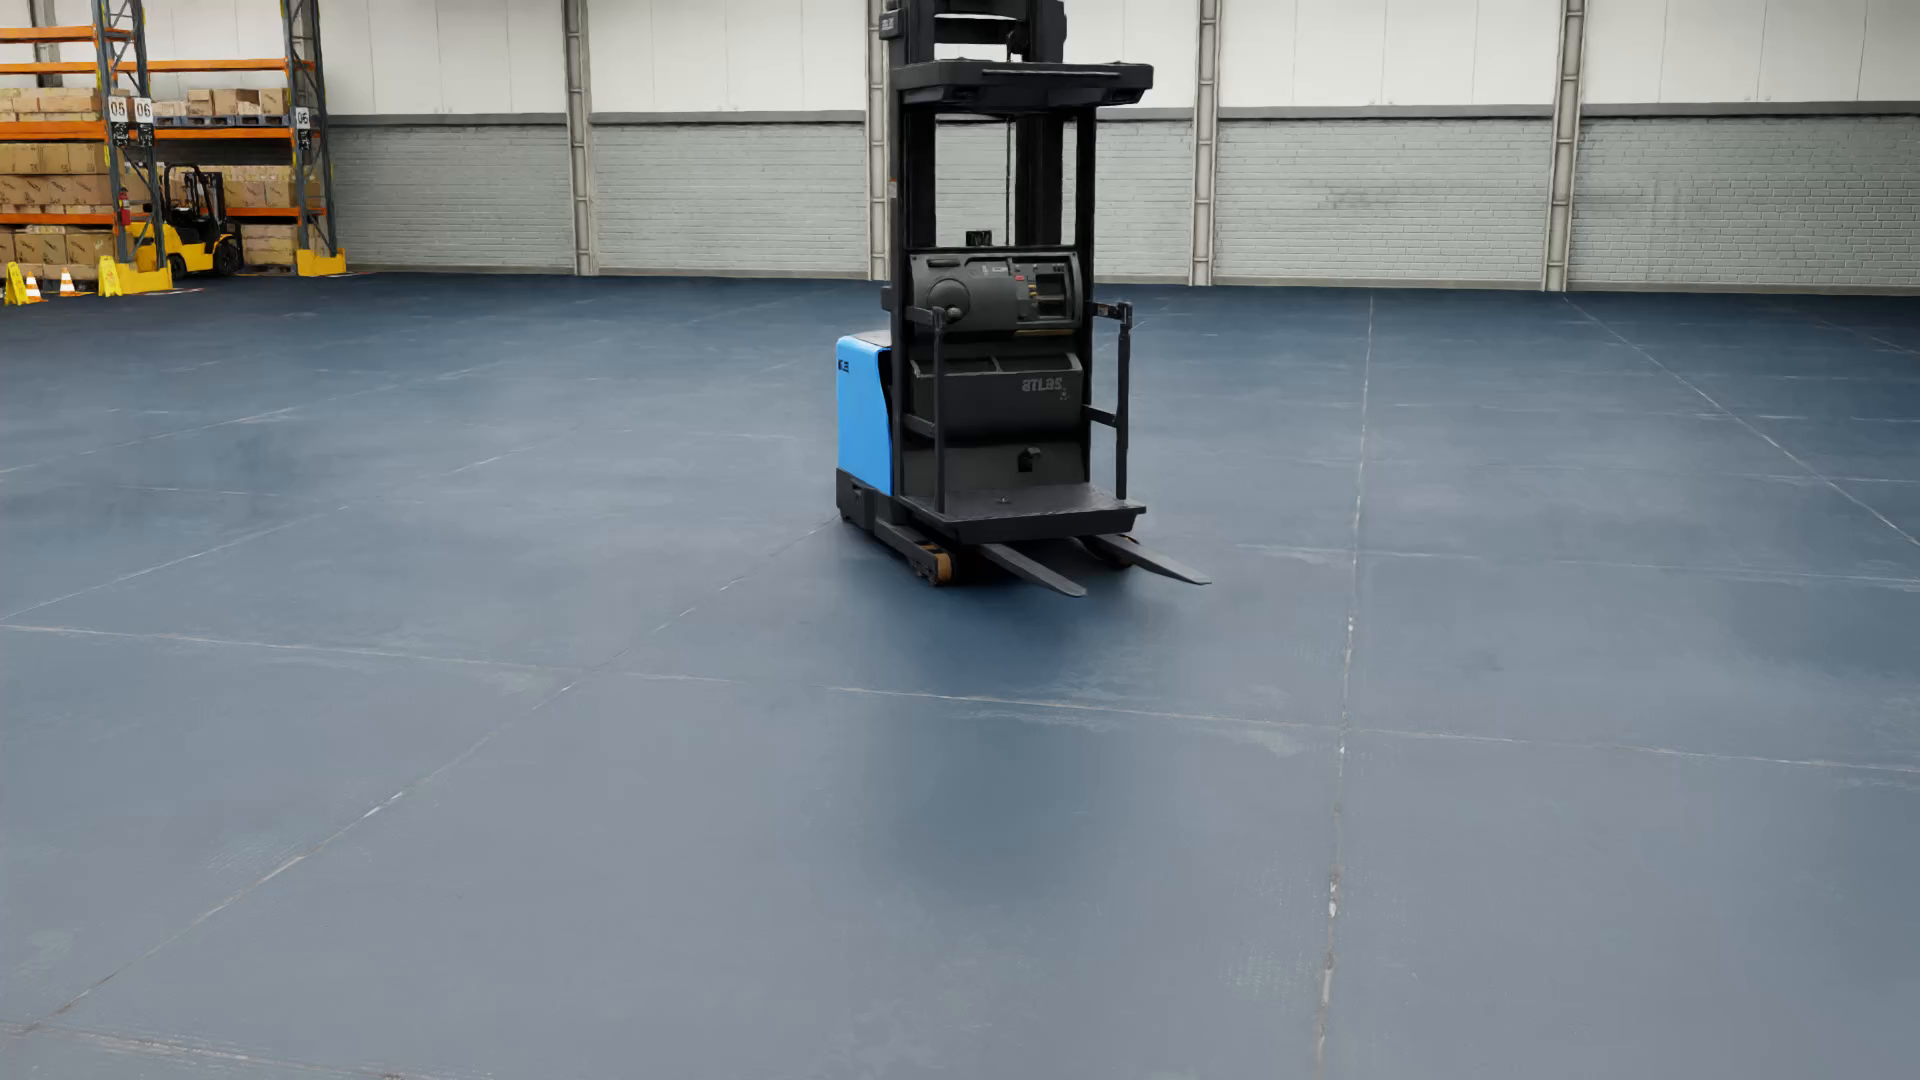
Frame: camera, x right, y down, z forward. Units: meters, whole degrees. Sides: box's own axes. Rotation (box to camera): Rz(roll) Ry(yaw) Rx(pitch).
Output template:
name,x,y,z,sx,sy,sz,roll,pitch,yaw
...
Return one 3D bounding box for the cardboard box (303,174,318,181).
name,x,y,z,sx,sy,sz,roll,pitch,yaw
cardboard box,-12.958,-7.189,32.982,0.250,0.149,0.380,3,13,12

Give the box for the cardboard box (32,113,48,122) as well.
name,x,y,z,sx,sy,sz,roll,pitch,yaw
cardboard box,-15.272,-7.066,27.810,0.250,0.149,0.380,3,13,13

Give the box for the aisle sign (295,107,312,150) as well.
name,x,y,z,sx,sy,sz,roll,pitch,yaw
aisle sign,-12.697,-7.955,32.162,0.004,0.787,0.394,3,13,14

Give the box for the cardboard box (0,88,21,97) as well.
name,x,y,z,sx,sy,sz,roll,pitch,yaw
cardboard box,-15.772,-7.466,27.774,0.250,0.149,0.380,3,13,15

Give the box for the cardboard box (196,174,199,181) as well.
name,x,y,z,sx,sy,sz,roll,pitch,yaw
cardboard box,-15.092,-7.180,32.942,0.250,0.149,0.380,3,13,12

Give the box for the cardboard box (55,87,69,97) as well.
name,x,y,z,sx,sy,sz,roll,pitch,yaw
cardboard box,-14.768,-7.424,27.586,0.250,0.149,0.380,3,13,13

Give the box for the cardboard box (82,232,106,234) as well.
name,x,y,z,sx,sy,sz,roll,pitch,yaw
cardboard box,-15.125,-5.063,28.777,0.500,0.500,0.500,3,13,11

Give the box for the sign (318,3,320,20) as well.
name,x,y,z,sx,sy,sz,roll,pitch,yaw
sign,-12.551,-10.330,32.494,0.005,0.325,0.100,3,13,14

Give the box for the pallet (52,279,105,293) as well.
name,x,y,z,sx,sy,sz,roll,pitch,yaw
pallet,-14.730,-4.399,28.575,1.213,0.211,1.003,3,13,14

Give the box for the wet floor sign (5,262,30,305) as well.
name,x,y,z,sx,sy,sz,roll,pitch,yaw
wet floor sign,-14.461,-3.926,25.442,0.232,0.644,0.267,1,13,4

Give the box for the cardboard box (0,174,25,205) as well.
name,x,y,z,sx,sy,sz,roll,pitch,yaw
cardboard box,-15.926,-5.955,28.233,0.500,0.500,0.500,3,13,14

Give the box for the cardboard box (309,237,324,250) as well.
name,x,y,z,sx,sy,sz,roll,pitch,yaw
cardboard box,-13.097,-5.926,33.243,0.500,0.250,0.500,3,13,15

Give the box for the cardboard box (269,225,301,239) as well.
name,x,y,z,sx,sy,sz,roll,pitch,yaw
cardboard box,-13.212,-6.060,32.694,0.500,0.250,0.500,4,13,15

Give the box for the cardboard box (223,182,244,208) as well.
name,x,y,z,sx,sy,sz,roll,pitch,yaw
cardboard box,-14.230,-6.826,32.843,0.500,0.500,0.500,3,13,12

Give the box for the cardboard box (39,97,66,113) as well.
name,x,y,z,sx,sy,sz,roll,pitch,yaw
cardboard box,-14.922,-7.243,27.687,0.500,0.250,0.500,3,13,13

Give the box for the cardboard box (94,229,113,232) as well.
name,x,y,z,sx,sy,sz,roll,pitch,yaw
cardboard box,-17.083,-6.029,33.996,0.625,0.625,0.875,4,13,16

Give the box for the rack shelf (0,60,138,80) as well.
name,x,y,z,sx,sy,sz,roll,pitch,yaw
rack shelf,-18.516,-9.445,33.612,4.000,0.370,1.077,3,13,14

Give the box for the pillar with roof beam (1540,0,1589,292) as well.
name,x,y,z,sx,sy,sz,roll,pitch,yaw
pillar with roof beam,9.119,-7.755,23.411,0.400,9.000,9.100,3,13,14

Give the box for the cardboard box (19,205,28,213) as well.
name,x,y,z,sx,sy,sz,roll,pitch,yaw
cardboard box,-15.770,-5.642,28.320,0.250,0.149,0.380,3,13,14

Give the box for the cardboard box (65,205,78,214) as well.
name,x,y,z,sx,sy,sz,roll,pitch,yaw
cardboard box,-14.807,-5.567,27.978,0.250,0.149,0.380,3,13,13

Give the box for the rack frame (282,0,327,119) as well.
name,x,y,z,sx,sy,sz,roll,pitch,yaw
rack frame,-12.690,-9.680,32.088,0.127,3.000,1.000,3,13,14

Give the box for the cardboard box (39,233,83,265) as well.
name,x,y,z,sx,sy,sz,roll,pitch,yaw
cardboard box,-15.224,-4.949,28.262,0.500,0.500,0.500,4,13,16

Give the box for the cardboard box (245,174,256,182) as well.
name,x,y,z,sx,sy,sz,roll,pitch,yaw
cardboard box,-13.824,-7.124,32.691,0.250,0.149,0.380,3,13,13

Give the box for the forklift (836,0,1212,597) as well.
name,x,y,z,sx,sy,sz,roll,pitch,yaw
forklift,0.268,-1.306,8.353,1.130,2.935,3.031,-5,13,-20

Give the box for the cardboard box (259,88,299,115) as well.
name,x,y,z,sx,sy,sz,roll,pitch,yaw
cardboard box,-13.178,-8.490,32.218,0.500,0.500,0.500,3,13,15

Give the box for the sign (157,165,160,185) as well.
name,x,y,z,sx,sy,sz,roll,pitch,yaw
sign,-13.746,-6.244,28.453,0.005,0.325,0.100,3,13,14

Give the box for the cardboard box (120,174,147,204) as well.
name,x,y,z,sx,sy,sz,roll,pitch,yaw
cardboard box,-14.269,-5.984,28.363,0.500,0.500,0.500,3,13,13

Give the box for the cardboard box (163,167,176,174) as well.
name,x,y,z,sx,sy,sz,roll,pitch,yaw
cardboard box,-15.585,-7.350,33.020,0.250,0.149,0.380,3,13,15

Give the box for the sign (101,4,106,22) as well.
name,x,y,z,sx,sy,sz,roll,pitch,yaw
sign,-16.692,-10.267,32.397,0.005,0.325,0.100,3,13,14

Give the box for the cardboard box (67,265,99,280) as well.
name,x,y,z,sx,sy,sz,roll,pitch,yaw
cardboard box,-14.749,-4.556,28.224,0.500,0.250,0.500,3,13,13

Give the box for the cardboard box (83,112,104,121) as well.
name,x,y,z,sx,sy,sz,roll,pitch,yaw
cardboard box,-14.289,-7.009,27.553,0.250,0.149,0.380,3,13,14

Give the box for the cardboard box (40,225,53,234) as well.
name,x,y,z,sx,sy,sz,roll,pitch,yaw
cardboard box,-15.332,-5.258,28.157,0.250,0.149,0.380,3,13,14

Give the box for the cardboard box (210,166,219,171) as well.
name,x,y,z,sx,sy,sz,roll,pitch,yaw
cardboard box,-14.579,-7.314,32.862,0.250,0.149,0.380,3,13,14

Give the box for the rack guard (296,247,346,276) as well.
name,x,y,z,sx,sy,sz,roll,pitch,yaw
rack guard,-12.667,-5.530,33.003,0.348,0.500,1.175,3,13,14

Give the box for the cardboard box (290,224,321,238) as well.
name,x,y,z,sx,sy,sz,roll,pitch,yaw
cardboard box,-13.112,-6.167,33.173,0.500,0.250,0.500,3,13,13

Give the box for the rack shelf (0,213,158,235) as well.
name,x,y,z,sx,sy,sz,roll,pitch,yaw
rack shelf,-15.818,-5.460,28.578,4.000,0.370,1.077,3,13,14

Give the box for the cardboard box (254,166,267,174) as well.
name,x,y,z,sx,sy,sz,roll,pitch,yaw
cardboard box,-13.596,-7.250,32.572,0.250,0.149,0.380,3,13,15

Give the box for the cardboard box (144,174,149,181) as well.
name,x,y,z,sx,sy,sz,roll,pitch,yaw
cardboard box,-16.076,-7.239,33.209,0.250,0.149,0.380,3,13,15

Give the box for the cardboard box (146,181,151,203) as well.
name,x,y,z,sx,sy,sz,roll,pitch,yaw
cardboard box,-16.206,-6.930,33.311,0.500,0.500,0.500,3,13,12

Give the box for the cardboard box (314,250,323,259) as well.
name,x,y,z,sx,sy,sz,roll,pitch,yaw
cardboard box,-13.120,-5.680,33.290,0.500,0.250,0.500,3,13,14

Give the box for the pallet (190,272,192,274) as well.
name,x,y,z,sx,sy,sz,roll,pitch,yaw
pallet,-15.812,-5.547,33.750,1.213,0.211,1.003,3,13,14

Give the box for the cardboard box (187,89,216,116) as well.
name,x,y,z,sx,sy,sz,roll,pitch,yaw
cardboard box,-14.708,-8.604,32.725,0.637,0.503,0.797,3,13,15

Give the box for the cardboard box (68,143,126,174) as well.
name,x,y,z,sx,sy,sz,roll,pitch,yaw
cardboard box,-14.424,-6.370,27.793,0.500,0.500,0.700,3,13,12
